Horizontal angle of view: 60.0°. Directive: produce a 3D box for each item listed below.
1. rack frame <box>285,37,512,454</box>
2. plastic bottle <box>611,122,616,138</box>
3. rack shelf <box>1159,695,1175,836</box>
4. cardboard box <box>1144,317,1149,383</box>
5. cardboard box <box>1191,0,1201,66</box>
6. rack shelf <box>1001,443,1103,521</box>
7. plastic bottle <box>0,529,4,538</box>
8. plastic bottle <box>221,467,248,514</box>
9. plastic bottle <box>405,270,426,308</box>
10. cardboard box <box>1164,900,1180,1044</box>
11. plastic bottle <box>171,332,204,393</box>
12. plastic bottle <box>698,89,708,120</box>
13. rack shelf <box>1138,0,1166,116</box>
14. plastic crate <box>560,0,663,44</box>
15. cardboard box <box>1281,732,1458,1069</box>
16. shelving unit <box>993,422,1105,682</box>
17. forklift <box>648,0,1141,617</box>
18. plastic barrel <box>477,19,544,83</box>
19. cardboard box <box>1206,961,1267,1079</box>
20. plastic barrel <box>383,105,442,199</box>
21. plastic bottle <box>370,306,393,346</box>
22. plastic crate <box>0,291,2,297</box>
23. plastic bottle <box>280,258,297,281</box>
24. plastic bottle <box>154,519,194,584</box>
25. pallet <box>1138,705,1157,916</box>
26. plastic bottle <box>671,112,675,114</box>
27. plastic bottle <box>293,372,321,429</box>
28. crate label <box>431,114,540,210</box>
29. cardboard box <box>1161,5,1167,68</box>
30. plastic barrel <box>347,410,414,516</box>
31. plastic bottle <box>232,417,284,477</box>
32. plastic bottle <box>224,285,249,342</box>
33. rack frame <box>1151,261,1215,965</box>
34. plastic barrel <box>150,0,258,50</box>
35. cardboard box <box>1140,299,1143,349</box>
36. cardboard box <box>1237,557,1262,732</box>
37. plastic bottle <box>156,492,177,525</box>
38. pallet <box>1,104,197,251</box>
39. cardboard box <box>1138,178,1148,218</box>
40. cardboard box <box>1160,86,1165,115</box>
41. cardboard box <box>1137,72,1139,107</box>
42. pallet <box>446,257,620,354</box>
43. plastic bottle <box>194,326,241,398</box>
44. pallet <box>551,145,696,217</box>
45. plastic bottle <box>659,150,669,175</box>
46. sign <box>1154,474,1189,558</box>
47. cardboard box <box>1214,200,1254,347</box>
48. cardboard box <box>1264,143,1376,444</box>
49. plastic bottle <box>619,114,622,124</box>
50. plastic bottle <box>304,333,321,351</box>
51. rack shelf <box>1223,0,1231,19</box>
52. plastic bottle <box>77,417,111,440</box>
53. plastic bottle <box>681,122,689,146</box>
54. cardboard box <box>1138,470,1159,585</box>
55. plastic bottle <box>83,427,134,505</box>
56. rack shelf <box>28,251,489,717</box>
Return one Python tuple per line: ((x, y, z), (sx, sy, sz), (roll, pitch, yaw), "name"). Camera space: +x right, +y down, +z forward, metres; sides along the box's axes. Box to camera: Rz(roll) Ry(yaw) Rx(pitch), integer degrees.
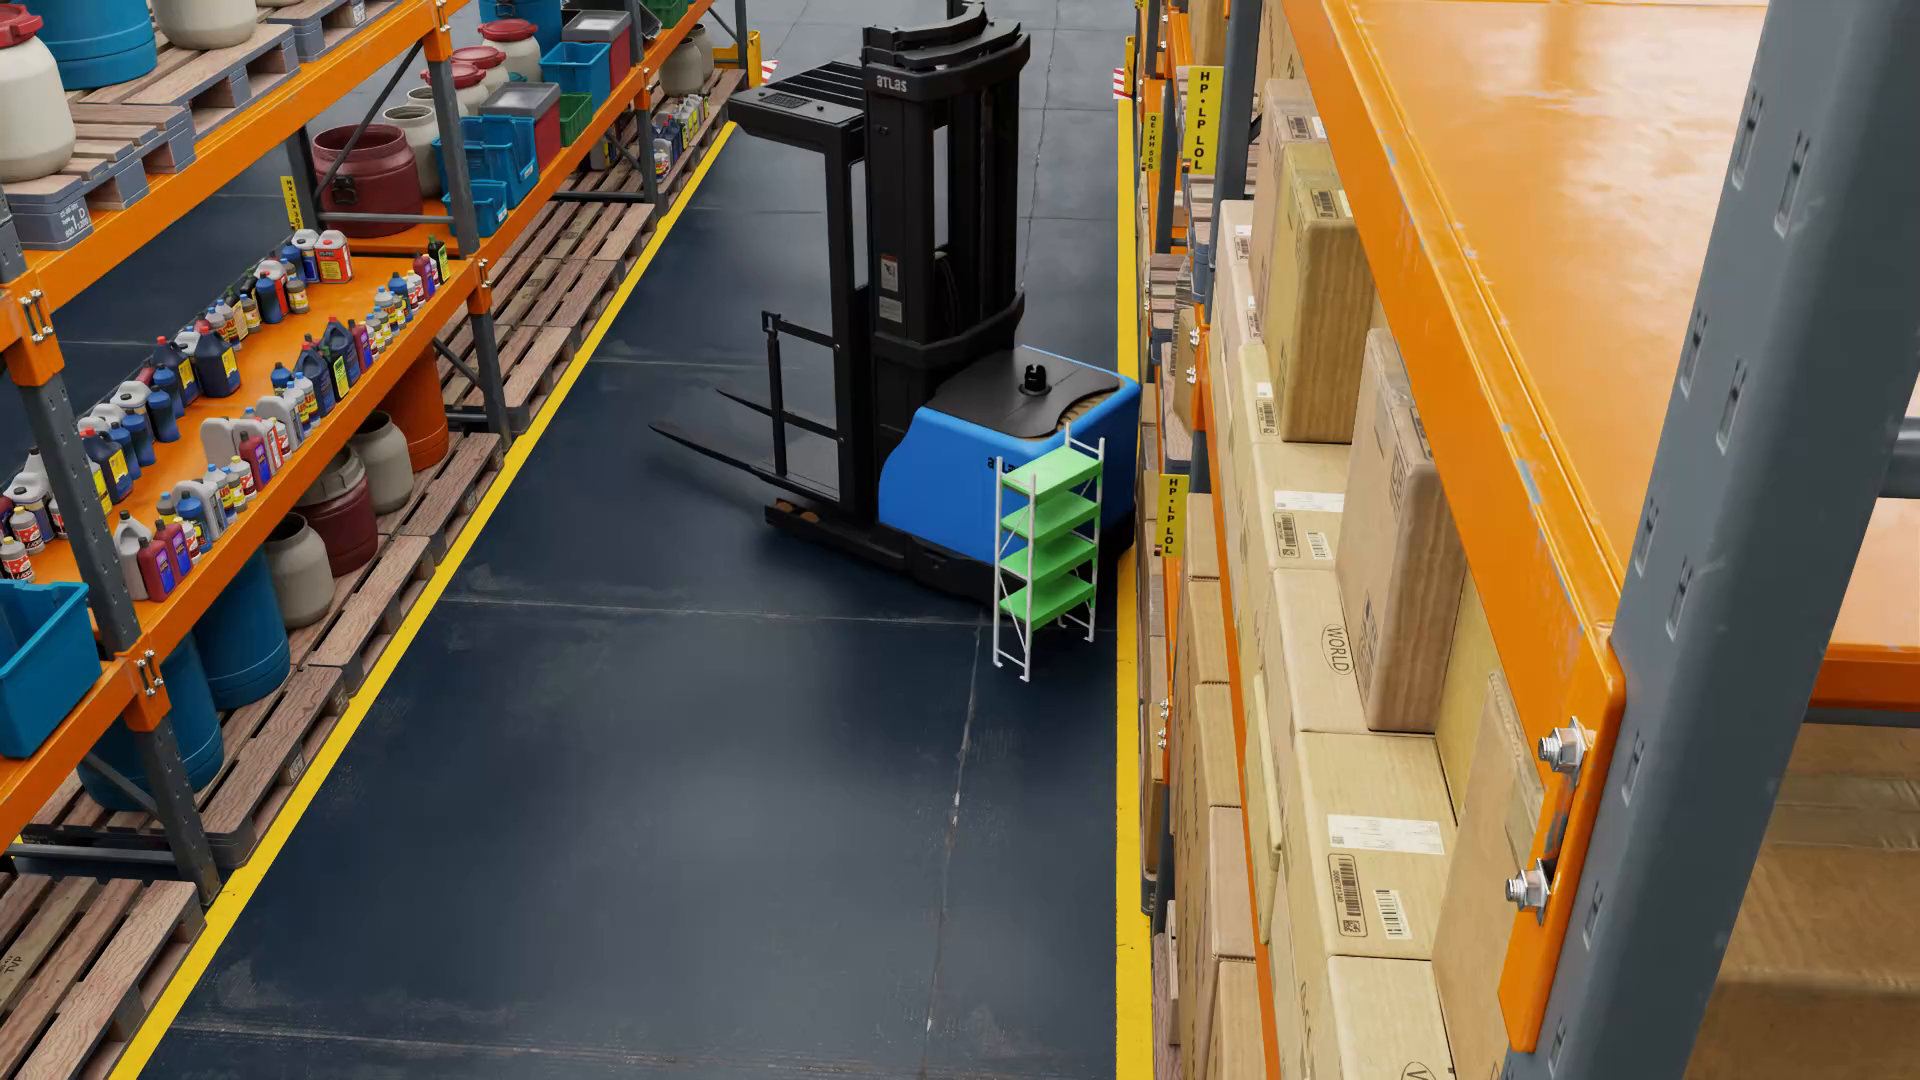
((-3.333, -1.871, 9.707), (1.000, 3.000, 0.127), (2, 32, 4), "rack frame")
((-3.096, -3.621, 14.717), (0.061, 0.283, 0.133), (2, 32, 4), "plastic bottle")
((1.115, 1.786, 4.459), (1.077, 0.370, 4.000), (2, 32, 4), "rack shelf")
((1.401, -1.189, 10.286), (0.500, 0.311, 0.500), (3, 32, 5), "cardboard box")
((1.560, -2.481, 7.742), (0.910, 0.500, 0.500), (2, 32, 4), "cardboard box")
((0.437, -0.285, 8.055), (0.480, 0.148, 0.258), (-28, 41, -37), "rack shelf")
((-3.967, 0.023, 6.823), (0.097, 0.201, 0.097), (0, 32, 0), "plastic bottle")
((-3.167, -0.222, 7.221), (0.097, 0.201, 0.097), (0, 32, 0), "plastic bottle")
((-2.987, -1.377, 9.094), (0.097, 0.201, 0.097), (0, 32, 0), "plastic bottle")
((1.028, 1.602, 6.216), (0.500, 0.311, 0.500), (2, 32, 4), "cardboard box")
((-3.803, -0.881, 8.218), (0.152, 0.276, 0.135), (2, 32, 4), "plastic bottle")
((-2.386, -4.044, 15.403), (0.061, 0.283, 0.133), (3, 32, 5), "plastic bottle")
((2.092, -4.489, 14.641), (1.077, 0.370, 4.000), (2, 32, 4), "rack shelf")
((-2.838, -4.205, 13.553), (0.767, 0.338, 0.504), (2, 32, 4), "plastic crate")
((0.780, 0.559, 2.572), (0.500, 0.250, 0.500), (2, 32, 4), "cardboard box")
((0.436, 0.068, 8.274), (0.503, 1.200, 0.258), (-28, 41, -37), "shelving unit")
((-0.508, -1.443, 9.078), (3.031, 2.935, 1.130), (21, 37, 30), "forklift")
((-3.304, -3.530, 12.269), (0.433, 0.535, 0.433), (0, 32, 0), "plastic barrel")
((0.792, 1.277, 3.550), (0.500, 0.500, 0.500), (3, 32, 5), "cardboard box")
((-3.462, -2.466, 10.566), (0.421, 0.512, 0.421), (0, 32, 0), "plastic barrel")
((-3.027, -1.122, 8.681), (0.097, 0.201, 0.097), (0, 32, 0), "plastic bottle")
((-3.392, -0.732, 5.202), (0.450, 0.188, 0.662), (2, 32, 4), "plastic crate")
((-3.735, -1.464, 9.236), (0.097, 0.201, 0.097), (0, 32, 0), "plastic bottle")
((-3.193, 0.027, 6.739), (0.061, 0.283, 0.133), (2, 32, 4), "plastic bottle")
((1.307, 1.194, 7.391), (1.003, 0.211, 1.213), (2, 32, 4), "pallet")
((-2.587, -3.764, 15.026), (0.097, 0.201, 0.097), (0, 32, 0), "plastic bottle")
((-3.102, -0.666, 7.875), (0.097, 0.271, 0.097), (0, 32, 0), "plastic bottle")
((-2.983, -2.394, 10.522), (0.502, 0.435, 0.616), (2, 32, 4), "crate label")
((1.959, -4.024, 13.106), (0.700, 0.500, 0.500), (2, 32, 3), "cardboard box")
((-3.313, -0.435, 9.348), (0.421, 0.512, 0.421), (0, 32, 0), "plastic barrel")
((-3.166, -0.437, 7.498), (0.152, 0.276, 0.135), (2, 32, 4), "plastic bottle")
((-3.803, -1.178, 8.694), (0.061, 0.283, 0.133), (2, 32, 4), "plastic bottle")
((1.278, 0.434, 5.967), (1.000, 3.000, 0.127), (2, 32, 4), "rack frame")
((-3.327, -2.451, 7.260), (0.433, 0.535, 0.433), (0, 32, 0), "plastic barrel")
((1.486, -1.484, 11.299), (0.500, 0.250, 0.500), (3, 32, 5), "cardboard box")
((0.867, 0.249, 3.551), (0.500, 0.250, 0.500), (2, 32, 4), "cardboard box")
((-3.337, -0.108, 7.035), (0.097, 0.201, 0.097), (0, 32, 0), "plastic bottle")
((-3.692, -1.390, 6.248), (1.213, 0.211, 1.003), (2, 32, 4), "pallet")
((1.601, -2.529, 12.461), (0.500, 0.311, 0.500), (2, 32, 3), "cardboard box")
((1.653, -3.188, 12.083), (0.380, 0.149, 0.250), (2, 32, 4), "cardboard box")
((1.953, -4.316, 15.896), (0.500, 0.250, 0.500), (2, 32, 4), "cardboard box")
((-3.129, -1.724, 12.126), (1.003, 0.211, 1.213), (2, 32, 4), "pallet")
((-3.658, -0.893, 8.167), (0.144, 0.351, 0.185), (2, 32, 4), "plastic bottle")
((-2.911, -3.125, 14.400), (1.003, 0.211, 1.213), (2, 32, 4), "pallet")
((-2.528, -3.213, 14.133), (0.097, 0.201, 0.097), (0, 32, 0), "plastic bottle")
((0.725, -0.081, 5.698), (0.100, 0.325, 0.005), (2, 32, 4), "sign")
((0.991, -0.748, 4.693), (0.500, 0.250, 0.500), (2, 32, 4), "cardboard box")
((1.060, -0.538, 3.637), (0.700, 0.500, 0.500), (2, 32, 4), "cardboard box")
((-3.168, -3.966, 15.288), (0.097, 0.271, 0.097), (0, 32, 0), "plastic bottle")
((-3.192, -0.904, 8.248), (0.061, 0.283, 0.133), (2, 32, 4), "plastic bottle")
((1.441, -2.689, 6.384), (1.077, 0.370, 4.000), (2, 32, 4), "rack shelf")
((-3.878, -0.401, 7.441), (0.152, 0.276, 0.135), (2, 32, 4), "plastic bottle")
((-2.466, -3.609, 14.775), (0.097, 0.201, 0.097), (0, 32, 0), "plastic bottle")
((1.199, -0.019, 8.665), (0.500, 0.500, 0.500), (2, 32, 3), "cardboard box")
((-3.751, -0.344, 7.276), (0.144, 0.351, 0.185), (2, 32, 4), "plastic bottle")
((-3.496, -0.519, 8.199), (1.077, 0.370, 4.000), (2, 32, 4), "rack shelf")
